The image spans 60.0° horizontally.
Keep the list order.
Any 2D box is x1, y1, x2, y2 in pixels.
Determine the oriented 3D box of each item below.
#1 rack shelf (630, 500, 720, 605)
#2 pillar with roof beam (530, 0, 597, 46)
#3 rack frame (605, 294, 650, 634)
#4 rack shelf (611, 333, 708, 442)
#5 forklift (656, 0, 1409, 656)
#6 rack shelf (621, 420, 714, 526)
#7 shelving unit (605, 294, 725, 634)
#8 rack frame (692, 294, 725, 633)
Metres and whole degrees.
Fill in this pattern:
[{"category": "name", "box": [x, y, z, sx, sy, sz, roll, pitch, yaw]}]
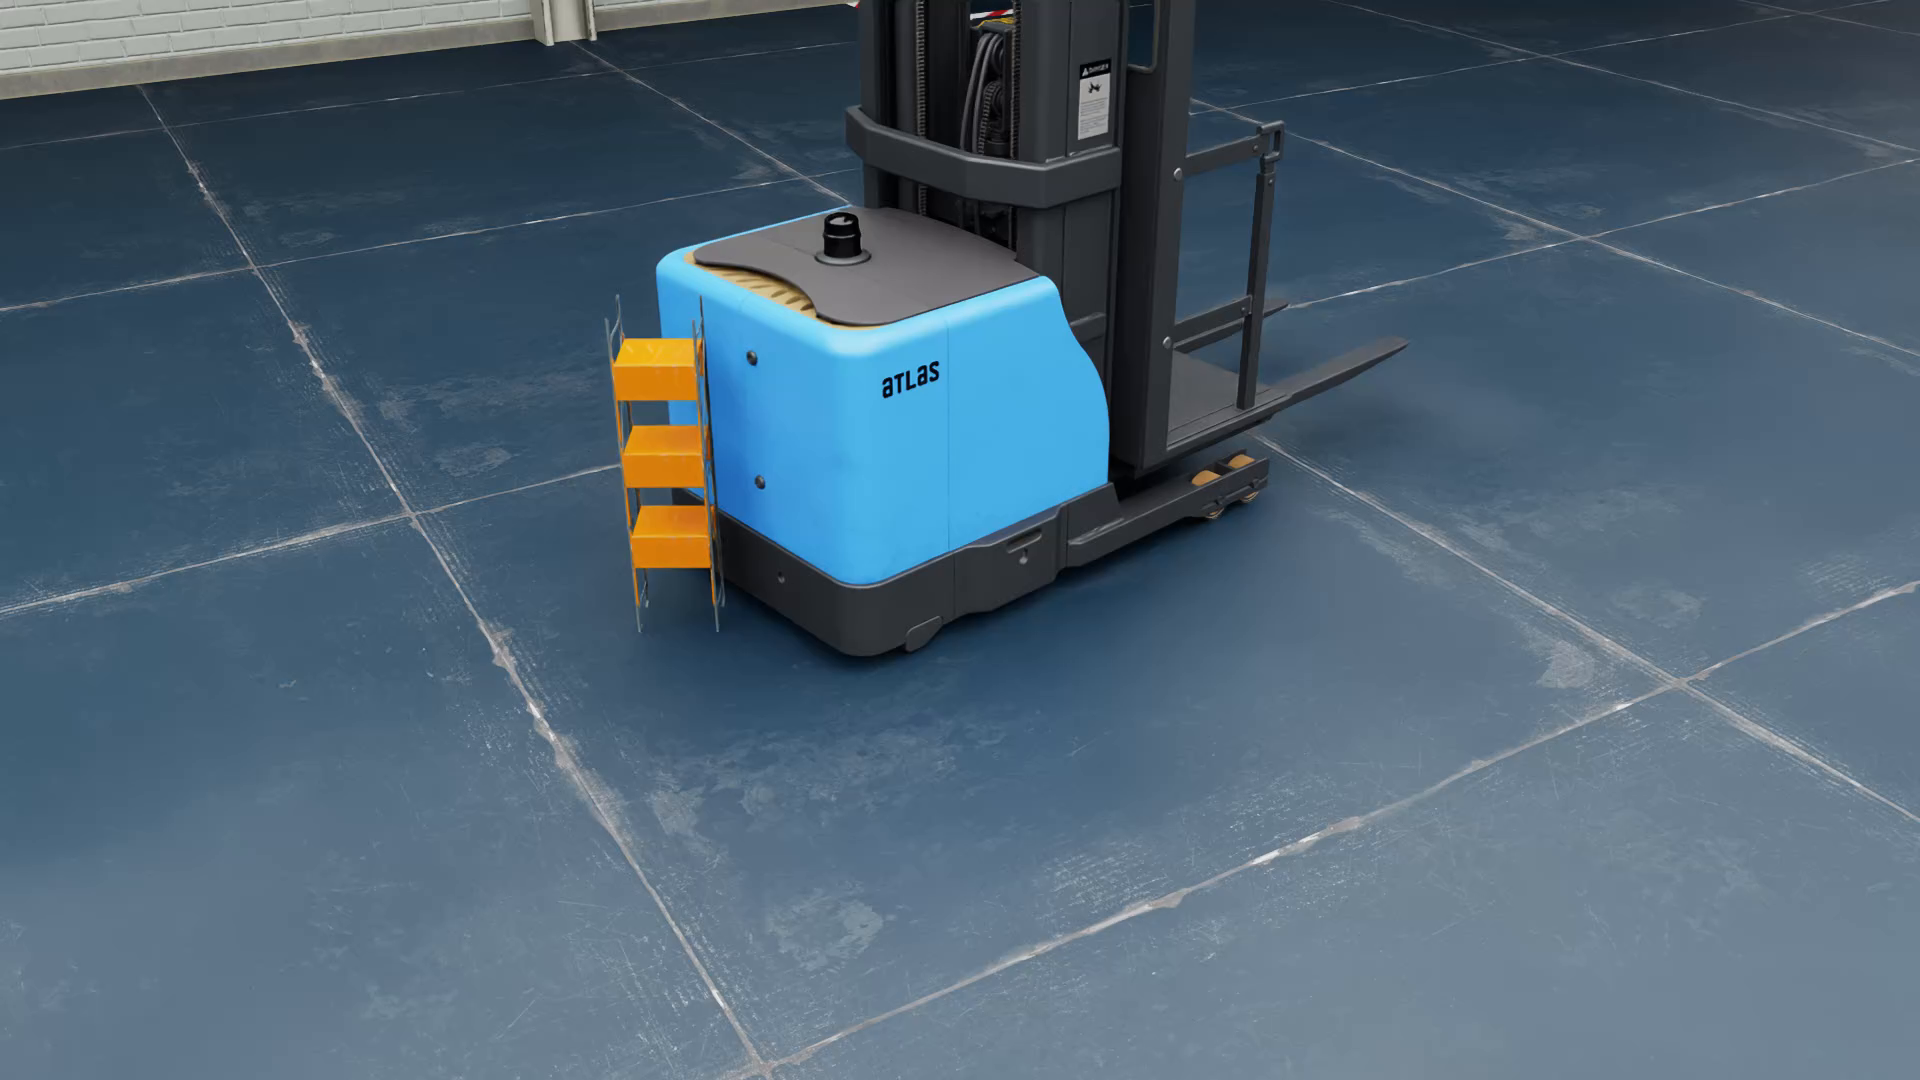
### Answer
[{"category": "rack shelf", "box": [-0.884, 0.038, 5.190, 0.240, 0.259, 0.215, 0, 29, -1]}, {"category": "pillar with roof beam", "box": [-0.823, -5.964, 7.243, 0.400, 9.000, 9.100, -16, 33, -26]}, {"category": "rack frame", "box": [-1.005, -0.213, 5.047, 0.008, 1.050, 0.200, 0, 29, -1]}, {"category": "rack shelf", "box": [-0.882, -0.453, 4.916, 0.240, 0.259, 0.215, 0, 29, -1]}, {"category": "forklift", "box": [0.478, -1.527, 5.484, 3.031, 2.935, 1.130, -23, 37, -36]}, {"category": "rack shelf", "box": [-0.883, -0.205, 5.054, 0.240, 0.259, 0.215, 0, 29, -1]}, {"category": "shelving unit", "box": [-0.883, -0.214, 5.049, 0.252, 1.050, 0.215, 0, 29, -1]}, {"category": "rack frame", "box": [-0.761, -0.215, 5.052, 0.008, 1.050, 0.200, 0, 29, -1]}]
